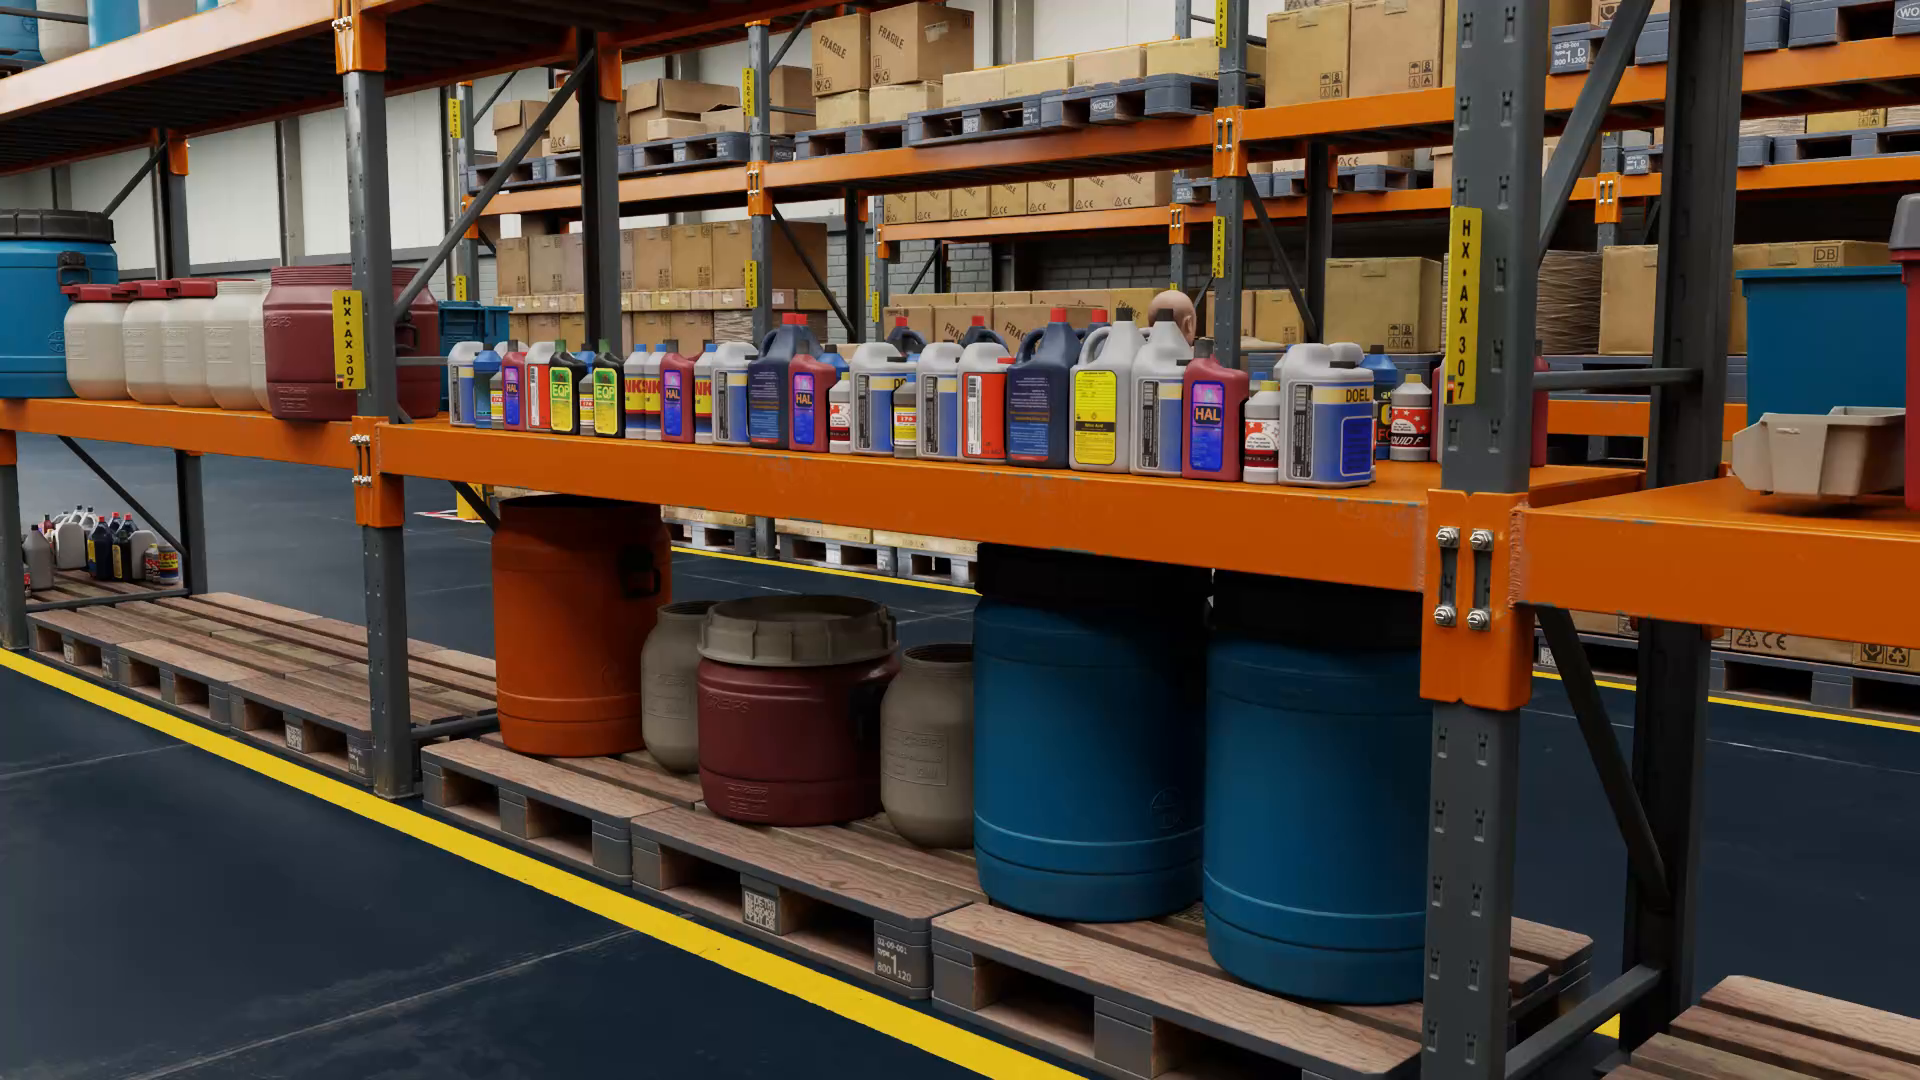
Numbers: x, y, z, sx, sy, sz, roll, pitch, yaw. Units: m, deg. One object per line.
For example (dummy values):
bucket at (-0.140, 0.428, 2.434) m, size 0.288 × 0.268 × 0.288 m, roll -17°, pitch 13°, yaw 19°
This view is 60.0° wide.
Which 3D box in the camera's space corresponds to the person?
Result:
person at (0.812, -0.087, 6.539) m, size 0.642 × 1.773 × 0.427 m, roll 7°, pitch 10°, yaw 43°
